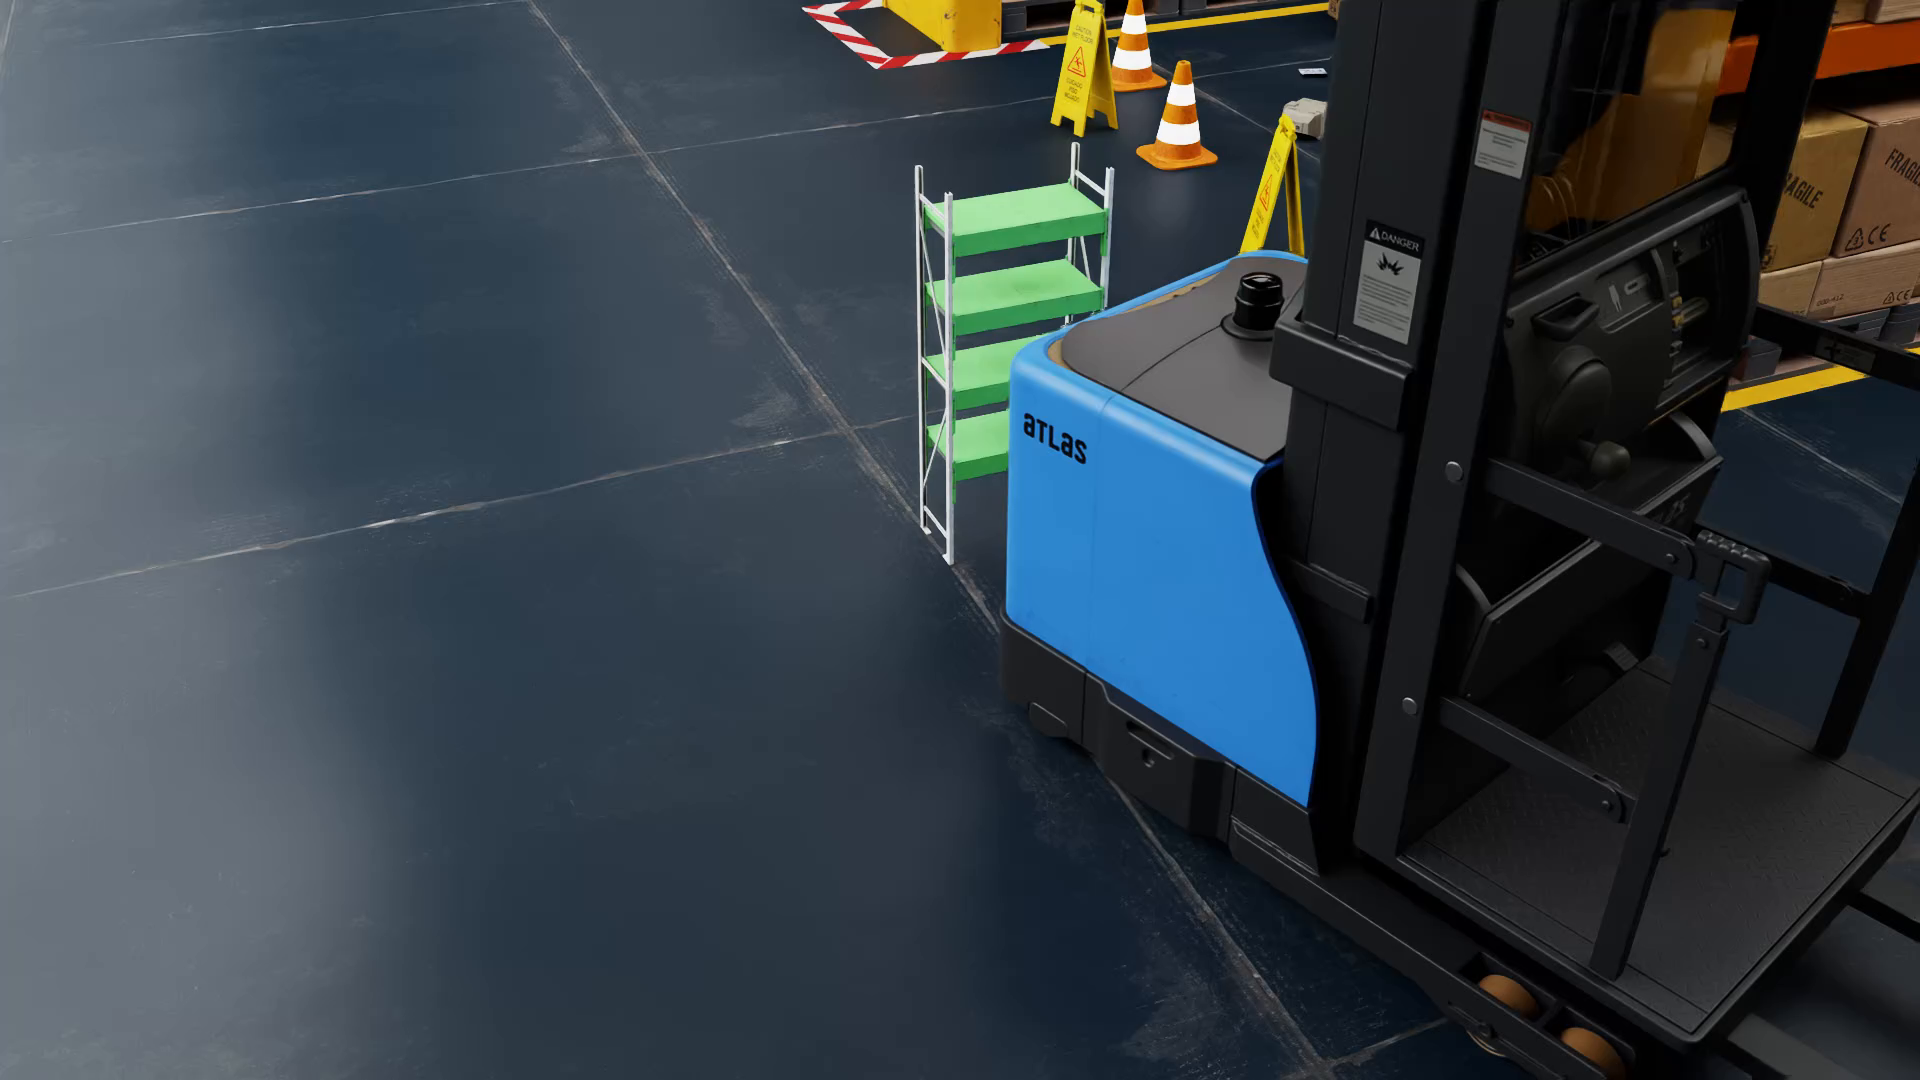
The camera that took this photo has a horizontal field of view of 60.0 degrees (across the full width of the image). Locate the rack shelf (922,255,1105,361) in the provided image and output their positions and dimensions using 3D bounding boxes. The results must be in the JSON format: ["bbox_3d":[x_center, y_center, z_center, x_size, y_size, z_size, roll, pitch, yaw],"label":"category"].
[{"bbox_3d":[0.153,-0.685,4.880,0.480,0.148,0.258,-13,35,-19],"label":"rack shelf"}]

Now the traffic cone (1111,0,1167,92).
[{"bbox_3d":[0.936,-2.710,8.990,0.334,0.463,0.336,-13,35,-19],"label":"traffic cone"}]

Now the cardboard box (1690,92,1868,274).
[{"bbox_3d":[2.778,-1.282,5.918,0.500,0.500,0.500,-14,36,-21],"label":"cardboard box"}]

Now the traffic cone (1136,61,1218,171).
[{"bbox_3d":[1.060,-2.070,8.007,0.334,0.463,0.336,-13,35,-19],"label":"traffic cone"}]

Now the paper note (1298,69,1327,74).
[{"bbox_3d":[1.961,-2.598,9.217,0.142,0.017,0.144,-2,33,-2],"label":"paper note"}]

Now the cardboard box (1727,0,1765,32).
[{"bbox_3d":[2.527,-1.830,5.543,0.250,0.149,0.380,-12,35,-18],"label":"cardboard box"}]

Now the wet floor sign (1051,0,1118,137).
[{"bbox_3d":[0.636,-2.386,8.326,0.232,0.644,0.267,-19,38,-27],"label":"wet floor sign"}]

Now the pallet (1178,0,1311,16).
[{"bbox_3d":[1.727,-3.670,10.697,1.213,0.211,1.003,-13,35,-19],"label":"pallet"}]

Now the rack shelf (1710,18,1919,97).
[{"bbox_3d":[3.750,-2.028,6.276,4.000,0.370,1.077,-13,35,-19],"label":"rack shelf"}]

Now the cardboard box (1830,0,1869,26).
[{"bbox_3d":[2.803,-1.845,5.566,0.250,0.149,0.380,-14,36,-20],"label":"cardboard box"}]

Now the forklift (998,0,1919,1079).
[{"bbox_3d":[1.465,-0.366,3.125,1.130,2.935,3.031,-26,41,-34],"label":"forklift"}]

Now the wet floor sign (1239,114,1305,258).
[{"bbox_3d":[1.317,-1.418,6.838,0.232,0.644,0.267,-2,33,-2],"label":"wet floor sign"}]

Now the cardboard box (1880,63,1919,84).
[{"bbox_3d":[3.725,-1.496,6.247,0.500,0.500,0.500,-12,35,-18],"label":"cardboard box"}]

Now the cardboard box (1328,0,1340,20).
[{"bbox_3d":[2.551,-3.329,9.906,0.500,0.500,0.500,-7,34,-11],"label":"cardboard box"}]

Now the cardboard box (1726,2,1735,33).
[{"bbox_3d":[2.299,-1.770,5.450,0.250,0.149,0.380,-13,35,-19],"label":"cardboard box"}]

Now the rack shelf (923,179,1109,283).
[{"bbox_3d":[0.153,-0.887,4.750,0.480,0.148,0.258,-13,35,-19],"label":"rack shelf"}]

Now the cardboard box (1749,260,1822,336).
[{"bbox_3d":[2.757,-0.962,6.114,0.500,0.250,0.500,-13,35,-19],"label":"cardboard box"}]

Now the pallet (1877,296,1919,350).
[{"bbox_3d":[3.862,-1.164,6.845,1.213,0.211,1.003,-13,35,-19],"label":"pallet"}]

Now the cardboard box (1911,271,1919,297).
[{"bbox_3d":[3.729,-1.188,6.461,0.500,0.250,0.500,-11,35,-16],"label":"cardboard box"}]

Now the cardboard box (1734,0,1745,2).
[{"bbox_3d":[2.450,-2.034,5.262,0.500,0.500,0.500,-13,35,-20],"label":"cardboard box"}]

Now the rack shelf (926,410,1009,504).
[{"bbox_3d":[0.153,-0.283,5.142,0.480,0.148,0.258,-13,35,-19],"label":"rack shelf"}]

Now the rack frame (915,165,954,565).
[{"bbox_3d":[-0.072,-0.486,4.897,0.015,1.200,0.240,-13,35,-19],"label":"rack frame"}]

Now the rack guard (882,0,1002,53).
[{"bbox_3d":[-0.126,-3.322,9.898,0.348,0.500,1.175,-13,35,-19],"label":"rack guard"}]

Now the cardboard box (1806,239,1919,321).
[{"bbox_3d":[3.230,-1.066,6.274,0.500,0.250,0.500,-12,35,-17],"label":"cardboard box"}]

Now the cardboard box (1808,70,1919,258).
[{"bbox_3d":[3.259,-1.394,6.091,0.500,0.500,0.500,-14,36,-21],"label":"cardboard box"}]

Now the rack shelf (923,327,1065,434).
[{"bbox_3d":[0.153,-0.484,5.011,0.480,0.148,0.258,-13,35,-19],"label":"rack shelf"}]

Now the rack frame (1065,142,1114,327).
[{"bbox_3d":[0.378,-0.589,5.056,0.015,1.200,0.240,-13,35,-19],"label":"rack frame"}]

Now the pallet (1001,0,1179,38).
[{"bbox_3d":[0.603,-3.414,10.304,1.213,0.211,1.003,-13,35,-19],"label":"pallet"}]

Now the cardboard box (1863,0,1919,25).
[{"bbox_3d":[3.054,-1.876,5.613,0.250,0.149,0.380,-12,35,-18],"label":"cardboard box"}]

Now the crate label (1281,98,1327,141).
[{"bbox_3d":[1.761,-2.130,8.399,0.250,0.136,0.298,23,39,30],"label":"crate label"}]

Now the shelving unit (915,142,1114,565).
[{"bbox_3d":[0.153,-0.538,4.977,0.503,1.200,0.258,-13,35,-19],"label":"shelving unit"}]

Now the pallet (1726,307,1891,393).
[{"bbox_3d":[2.739,-0.908,6.452,1.213,0.211,1.003,-13,35,-19],"label":"pallet"}]
